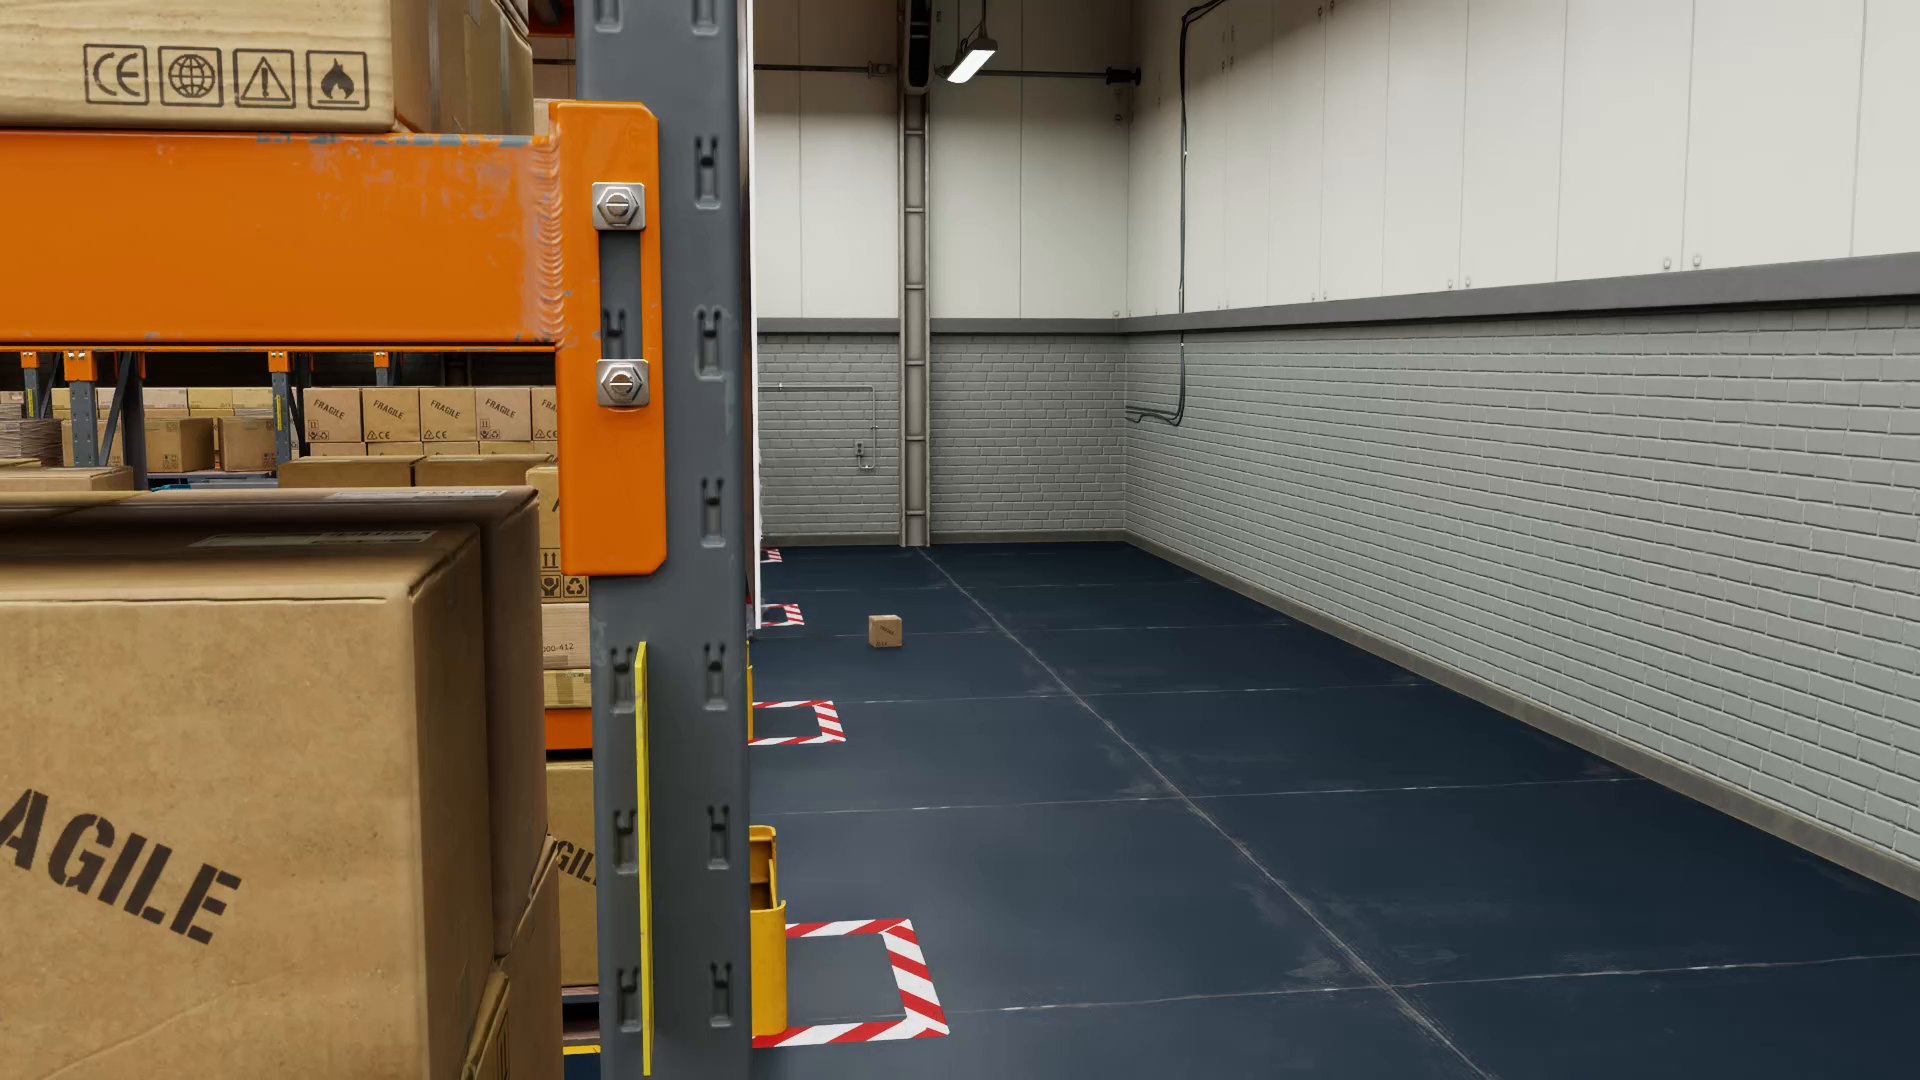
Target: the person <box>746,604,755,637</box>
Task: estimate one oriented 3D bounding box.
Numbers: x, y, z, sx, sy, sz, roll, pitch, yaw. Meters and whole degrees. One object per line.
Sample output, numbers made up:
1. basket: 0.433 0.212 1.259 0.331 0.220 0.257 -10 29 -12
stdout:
1. person: -2.306 0.057 15.072 0.865 1.774 0.580 -3 7 -24
